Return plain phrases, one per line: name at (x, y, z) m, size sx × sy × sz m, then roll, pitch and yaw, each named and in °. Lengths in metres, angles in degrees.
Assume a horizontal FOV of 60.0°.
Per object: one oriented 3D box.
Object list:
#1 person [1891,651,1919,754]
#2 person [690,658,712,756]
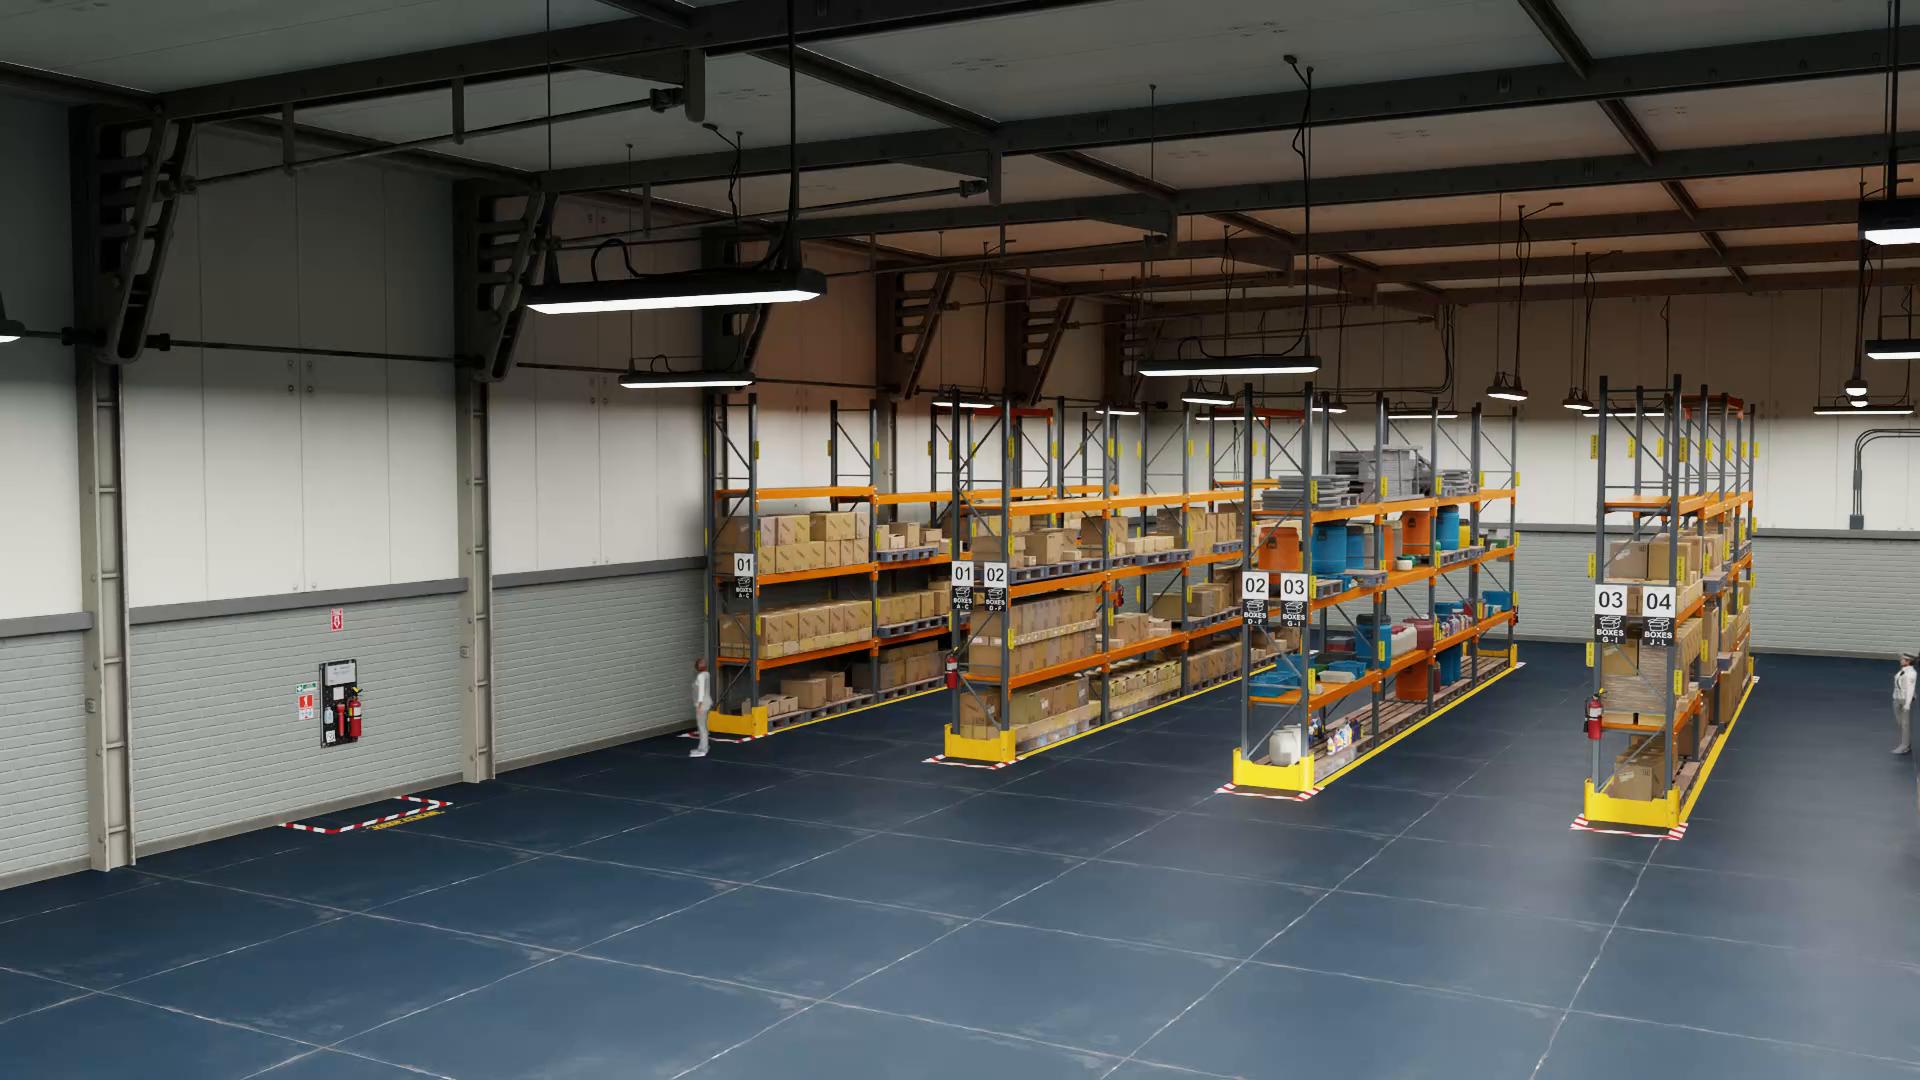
person at (15.633, 2.682, 27.568) m, size 0.515 × 1.693 × 0.462 m, roll 0°, pitch 3°, yaw -8°
person at (-4.247, 2.726, 27.193) m, size 0.387 × 1.600 × 0.452 m, roll 0°, pitch 3°, yaw 1°
